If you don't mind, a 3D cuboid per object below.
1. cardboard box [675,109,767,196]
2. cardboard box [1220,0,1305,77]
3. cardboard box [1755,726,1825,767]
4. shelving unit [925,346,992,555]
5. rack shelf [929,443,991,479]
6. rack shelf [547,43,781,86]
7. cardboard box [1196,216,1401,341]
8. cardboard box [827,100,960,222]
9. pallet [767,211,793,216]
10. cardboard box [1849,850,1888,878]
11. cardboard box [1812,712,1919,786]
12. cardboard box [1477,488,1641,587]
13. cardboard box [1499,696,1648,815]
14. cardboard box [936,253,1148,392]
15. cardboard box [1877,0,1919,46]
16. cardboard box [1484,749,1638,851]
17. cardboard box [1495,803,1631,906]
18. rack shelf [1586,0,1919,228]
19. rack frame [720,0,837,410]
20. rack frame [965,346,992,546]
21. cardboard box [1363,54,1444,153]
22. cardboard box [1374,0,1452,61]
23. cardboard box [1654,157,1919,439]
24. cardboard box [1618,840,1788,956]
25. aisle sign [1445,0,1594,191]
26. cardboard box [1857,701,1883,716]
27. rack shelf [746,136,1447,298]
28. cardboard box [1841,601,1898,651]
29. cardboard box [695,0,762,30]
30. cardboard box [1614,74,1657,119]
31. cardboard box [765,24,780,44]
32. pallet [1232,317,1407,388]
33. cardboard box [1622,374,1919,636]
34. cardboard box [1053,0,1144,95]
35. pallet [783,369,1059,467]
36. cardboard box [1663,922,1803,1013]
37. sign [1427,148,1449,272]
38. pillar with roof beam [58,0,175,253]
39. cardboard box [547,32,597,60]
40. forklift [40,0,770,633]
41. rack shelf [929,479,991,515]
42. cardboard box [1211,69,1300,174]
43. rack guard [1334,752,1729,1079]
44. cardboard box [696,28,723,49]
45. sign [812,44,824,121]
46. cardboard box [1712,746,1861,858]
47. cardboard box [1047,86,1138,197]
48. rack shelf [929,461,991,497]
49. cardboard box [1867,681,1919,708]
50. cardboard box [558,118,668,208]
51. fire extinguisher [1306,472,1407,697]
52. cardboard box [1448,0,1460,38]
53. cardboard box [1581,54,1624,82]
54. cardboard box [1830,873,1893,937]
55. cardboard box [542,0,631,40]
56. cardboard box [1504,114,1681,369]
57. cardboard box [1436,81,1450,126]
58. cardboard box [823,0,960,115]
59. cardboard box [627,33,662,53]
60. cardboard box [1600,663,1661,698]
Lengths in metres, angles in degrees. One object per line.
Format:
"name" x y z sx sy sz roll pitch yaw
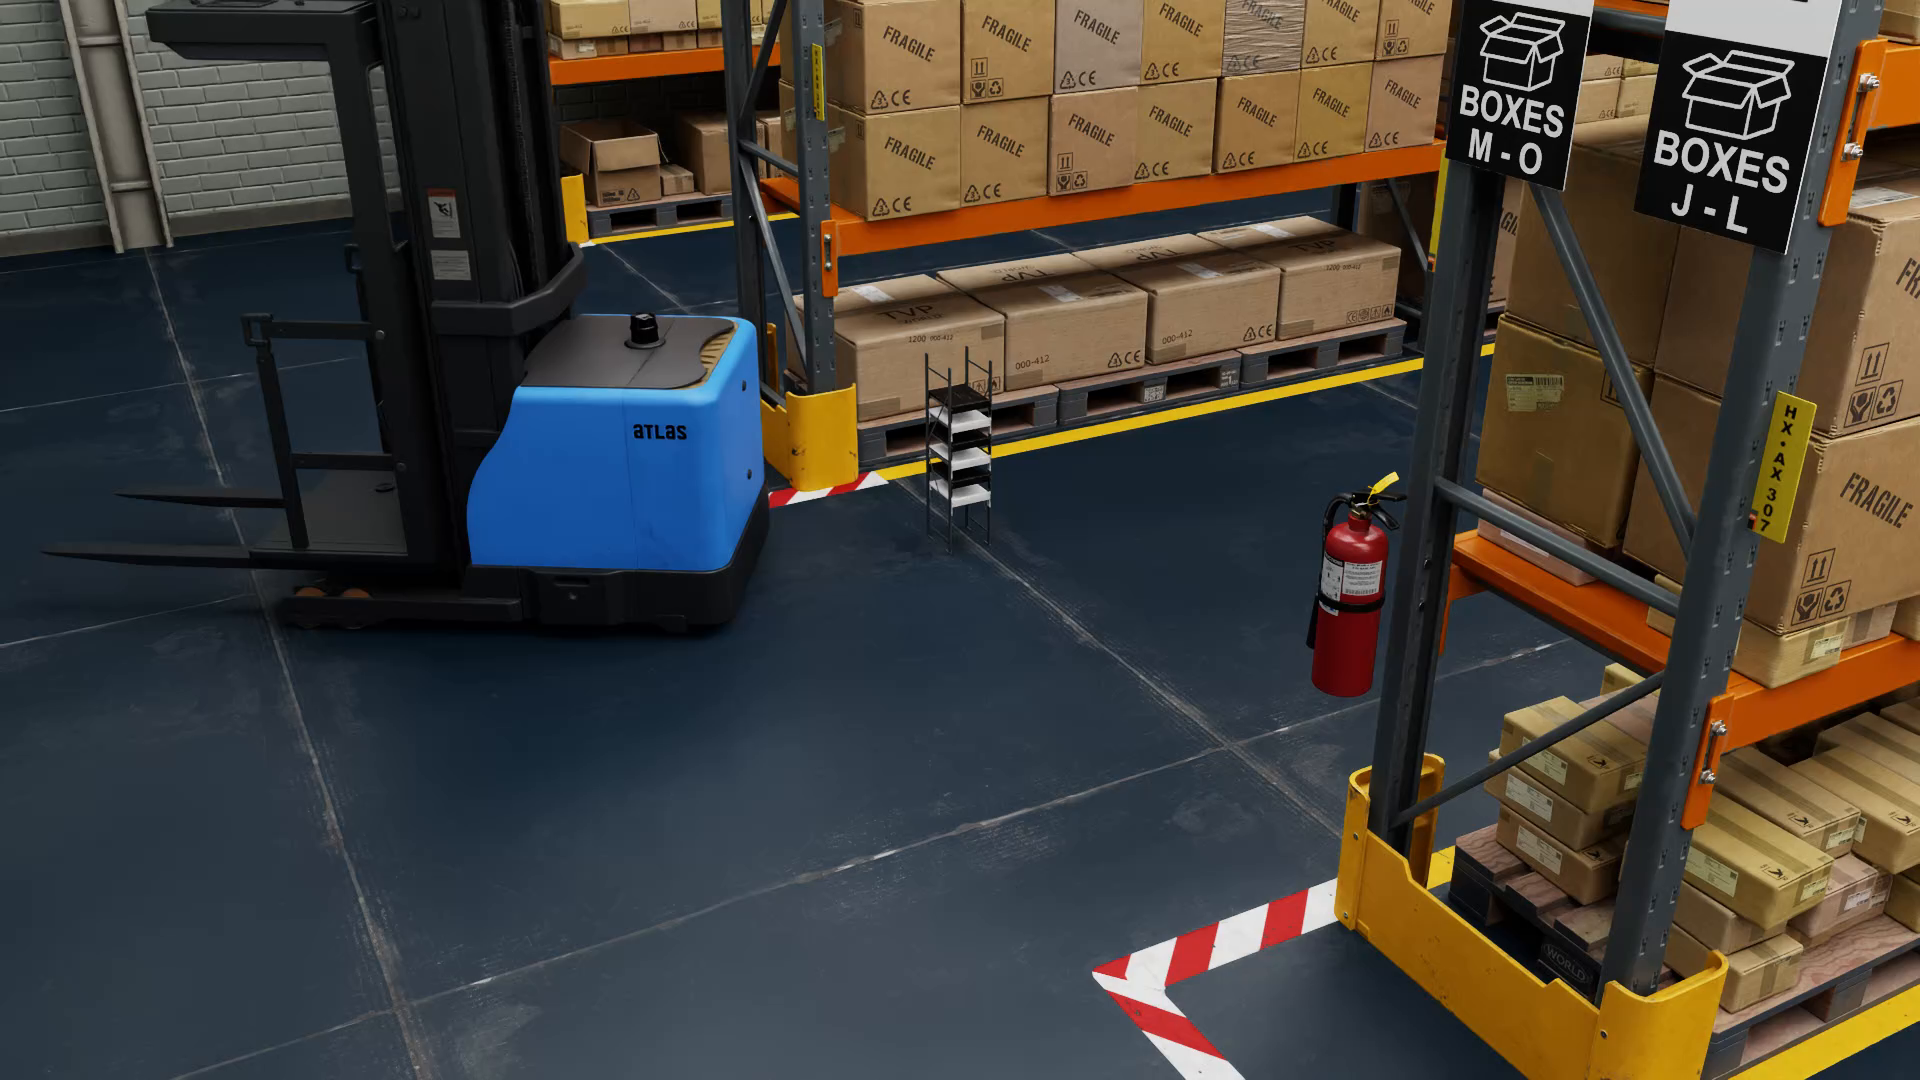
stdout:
"cardboard box" -1.876 -3.049 13.037 0.500 0.500 0.700 -12 28 -23
"cardboard box" 1.453 -2.745 8.731 0.500 0.500 0.500 -13 28 -24
"cardboard box" 2.599 0.650 5.396 0.250 0.149 0.380 -13 29 -26
"shelving unit" -0.007 -0.404 7.552 0.210 0.900 0.258 -13 29 -25
"rack shelf" -0.007 -0.374 7.566 0.200 0.077 0.258 -13 29 -25
"rack shelf" -1.468 -3.822 13.075 4.000 0.370 1.077 -13 29 -25
"cardboard box" 2.031 -1.606 10.104 0.875 0.438 0.875 -13 29 -26
"cardboard box" -0.336 -1.877 8.078 0.500 0.500 0.500 -13 29 -25
"pallet" -1.388 -2.906 13.560 1.213 0.211 1.003 -13 29 -25
"cardboard box" 2.550 0.861 4.955 0.250 0.149 0.380 -13 28 -24
"cardboard box" 2.796 0.690 4.968 0.250 0.149 0.380 -15 29 -28
"cardboard box" 1.679 -0.035 4.647 0.250 0.149 0.380 -13 29 -25
"cardboard box" 1.872 0.649 5.053 0.250 0.149 0.380 -13 28 -25
"cardboard box" 0.445 -1.240 9.342 0.875 0.438 0.875 -12 28 -24
"cardboard box" 2.041 -1.252 3.600 0.500 0.250 0.500 -12 28 -23
"cardboard box" 1.856 0.771 5.143 0.250 0.149 0.380 -14 29 -26
"cardboard box" 1.891 0.935 5.145 0.250 0.149 0.380 -12 28 -24
"rack shelf" 3.289 -1.409 4.585 4.000 0.370 1.077 -13 29 -25
"rack frame" -0.894 -1.844 8.124 0.127 3.000 1.000 -13 29 -25
"rack frame" 0.083 -0.425 7.595 0.006 0.900 0.240 -13 29 -25
"cardboard box" 2.346 -2.511 9.400 0.500 0.500 0.500 -13 28 -25
"cardboard box" 2.349 -2.953 9.163 0.500 0.500 0.500 -13 29 -26
"cardboard box" 2.045 -0.594 3.907 0.500 0.500 0.500 -13 29 -25
"cardboard box" 2.107 0.979 4.710 0.250 0.149 0.380 -12 28 -23
"aisle sign" 1.319 -1.245 3.875 0.004 0.787 0.394 -13 29 -25
"cardboard box" 2.999 0.509 5.688 0.250 0.149 0.380 -12 28 -23
"rack shelf" 0.871 -1.927 9.129 4.000 0.370 1.077 -13 29 -25
"cardboard box" 2.169 0.131 4.302 0.250 0.149 0.380 -12 28 -23
"cardboard box" -1.816 -4.002 12.449 0.500 0.250 0.500 -14 29 -26
"cardboard box" 4.063 -2.784 10.256 0.500 0.250 0.500 -13 29 -26
"cardboard box" -1.431 -3.892 12.682 0.250 0.149 0.380 -12 28 -24
"pallet" 1.927 -1.276 10.164 1.213 0.211 1.003 -13 29 -25
"cardboard box" 2.050 -0.139 4.115 0.500 0.500 0.500 -12 28 -23
"cardboard box" 0.567 -2.544 8.313 0.500 0.500 0.500 -13 29 -25
"pallet" -0.225 -0.779 9.129 1.213 0.211 1.003 -13 29 -25
"cardboard box" 2.137 1.138 4.724 0.250 0.149 0.380 -12 28 -24
"sign" 1.281 -0.854 4.361 0.005 0.325 0.100 -13 29 -25
"pillar with roof beam" -4.011 -4.594 6.922 0.400 9.000 9.100 -13 29 -25
"cardboard box" -2.814 -3.588 12.047 0.250 0.149 0.380 -13 29 -25
"forklift" -2.419 -1.173 6.807 3.031 2.935 1.130 2 26 3
"rack shelf" -0.007 -0.212 7.644 0.200 0.077 0.258 -13 29 -25
"cardboard box" 1.458 -2.296 8.952 0.500 0.500 0.500 -13 29 -26
"rack guard" 1.591 1.138 4.803 0.348 0.500 1.175 -13 29 -25
"cardboard box" -1.912 -3.808 12.506 0.250 0.149 0.380 -13 28 -24
"sign" -0.638 -2.056 7.476 0.005 0.325 0.100 -13 29 -25
"cardboard box" 2.333 0.775 4.792 0.250 0.149 0.380 -12 28 -24
"cardboard box" 0.555 -2.087 8.516 0.500 0.500 0.500 -13 29 -25
"rack shelf" -0.007 -0.293 7.605 0.200 0.077 0.258 -13 29 -25
"cardboard box" 3.043 0.403 5.566 0.250 0.149 0.380 -14 29 -27
"cardboard box" -2.649 -2.891 12.705 0.637 0.503 0.797 -14 29 -27
"fire extinguisher" 1.085 0.104 4.588 0.183 0.674 0.296 -13 29 -25
"cardboard box" 3.159 -3.134 9.541 0.500 0.500 0.500 -13 28 -25
"cardboard box" 3.603 -2.915 9.951 0.500 0.250 0.500 -13 28 -24
"cardboard box" 2.546 1.000 5.011 0.250 0.149 0.380 -13 28 -25
"cardboard box" -2.706 -3.795 12.017 0.500 0.250 0.500 -13 28 -25
"cardboard box" 1.811 -0.792 4.319 0.500 0.500 0.500 -14 29 -26
"cardboard box" 3.148 -2.580 9.830 0.500 0.250 0.500 -14 29 -26
"cardboard box" -0.337 -2.328 7.863 0.500 0.500 0.500 -14 29 -26
"cardboard box" -2.396 -3.724 12.331 0.250 0.149 0.380 -13 29 -26
"cardboard box" 2.290 0.519 5.325 0.250 0.149 0.380 -14 29 -26
